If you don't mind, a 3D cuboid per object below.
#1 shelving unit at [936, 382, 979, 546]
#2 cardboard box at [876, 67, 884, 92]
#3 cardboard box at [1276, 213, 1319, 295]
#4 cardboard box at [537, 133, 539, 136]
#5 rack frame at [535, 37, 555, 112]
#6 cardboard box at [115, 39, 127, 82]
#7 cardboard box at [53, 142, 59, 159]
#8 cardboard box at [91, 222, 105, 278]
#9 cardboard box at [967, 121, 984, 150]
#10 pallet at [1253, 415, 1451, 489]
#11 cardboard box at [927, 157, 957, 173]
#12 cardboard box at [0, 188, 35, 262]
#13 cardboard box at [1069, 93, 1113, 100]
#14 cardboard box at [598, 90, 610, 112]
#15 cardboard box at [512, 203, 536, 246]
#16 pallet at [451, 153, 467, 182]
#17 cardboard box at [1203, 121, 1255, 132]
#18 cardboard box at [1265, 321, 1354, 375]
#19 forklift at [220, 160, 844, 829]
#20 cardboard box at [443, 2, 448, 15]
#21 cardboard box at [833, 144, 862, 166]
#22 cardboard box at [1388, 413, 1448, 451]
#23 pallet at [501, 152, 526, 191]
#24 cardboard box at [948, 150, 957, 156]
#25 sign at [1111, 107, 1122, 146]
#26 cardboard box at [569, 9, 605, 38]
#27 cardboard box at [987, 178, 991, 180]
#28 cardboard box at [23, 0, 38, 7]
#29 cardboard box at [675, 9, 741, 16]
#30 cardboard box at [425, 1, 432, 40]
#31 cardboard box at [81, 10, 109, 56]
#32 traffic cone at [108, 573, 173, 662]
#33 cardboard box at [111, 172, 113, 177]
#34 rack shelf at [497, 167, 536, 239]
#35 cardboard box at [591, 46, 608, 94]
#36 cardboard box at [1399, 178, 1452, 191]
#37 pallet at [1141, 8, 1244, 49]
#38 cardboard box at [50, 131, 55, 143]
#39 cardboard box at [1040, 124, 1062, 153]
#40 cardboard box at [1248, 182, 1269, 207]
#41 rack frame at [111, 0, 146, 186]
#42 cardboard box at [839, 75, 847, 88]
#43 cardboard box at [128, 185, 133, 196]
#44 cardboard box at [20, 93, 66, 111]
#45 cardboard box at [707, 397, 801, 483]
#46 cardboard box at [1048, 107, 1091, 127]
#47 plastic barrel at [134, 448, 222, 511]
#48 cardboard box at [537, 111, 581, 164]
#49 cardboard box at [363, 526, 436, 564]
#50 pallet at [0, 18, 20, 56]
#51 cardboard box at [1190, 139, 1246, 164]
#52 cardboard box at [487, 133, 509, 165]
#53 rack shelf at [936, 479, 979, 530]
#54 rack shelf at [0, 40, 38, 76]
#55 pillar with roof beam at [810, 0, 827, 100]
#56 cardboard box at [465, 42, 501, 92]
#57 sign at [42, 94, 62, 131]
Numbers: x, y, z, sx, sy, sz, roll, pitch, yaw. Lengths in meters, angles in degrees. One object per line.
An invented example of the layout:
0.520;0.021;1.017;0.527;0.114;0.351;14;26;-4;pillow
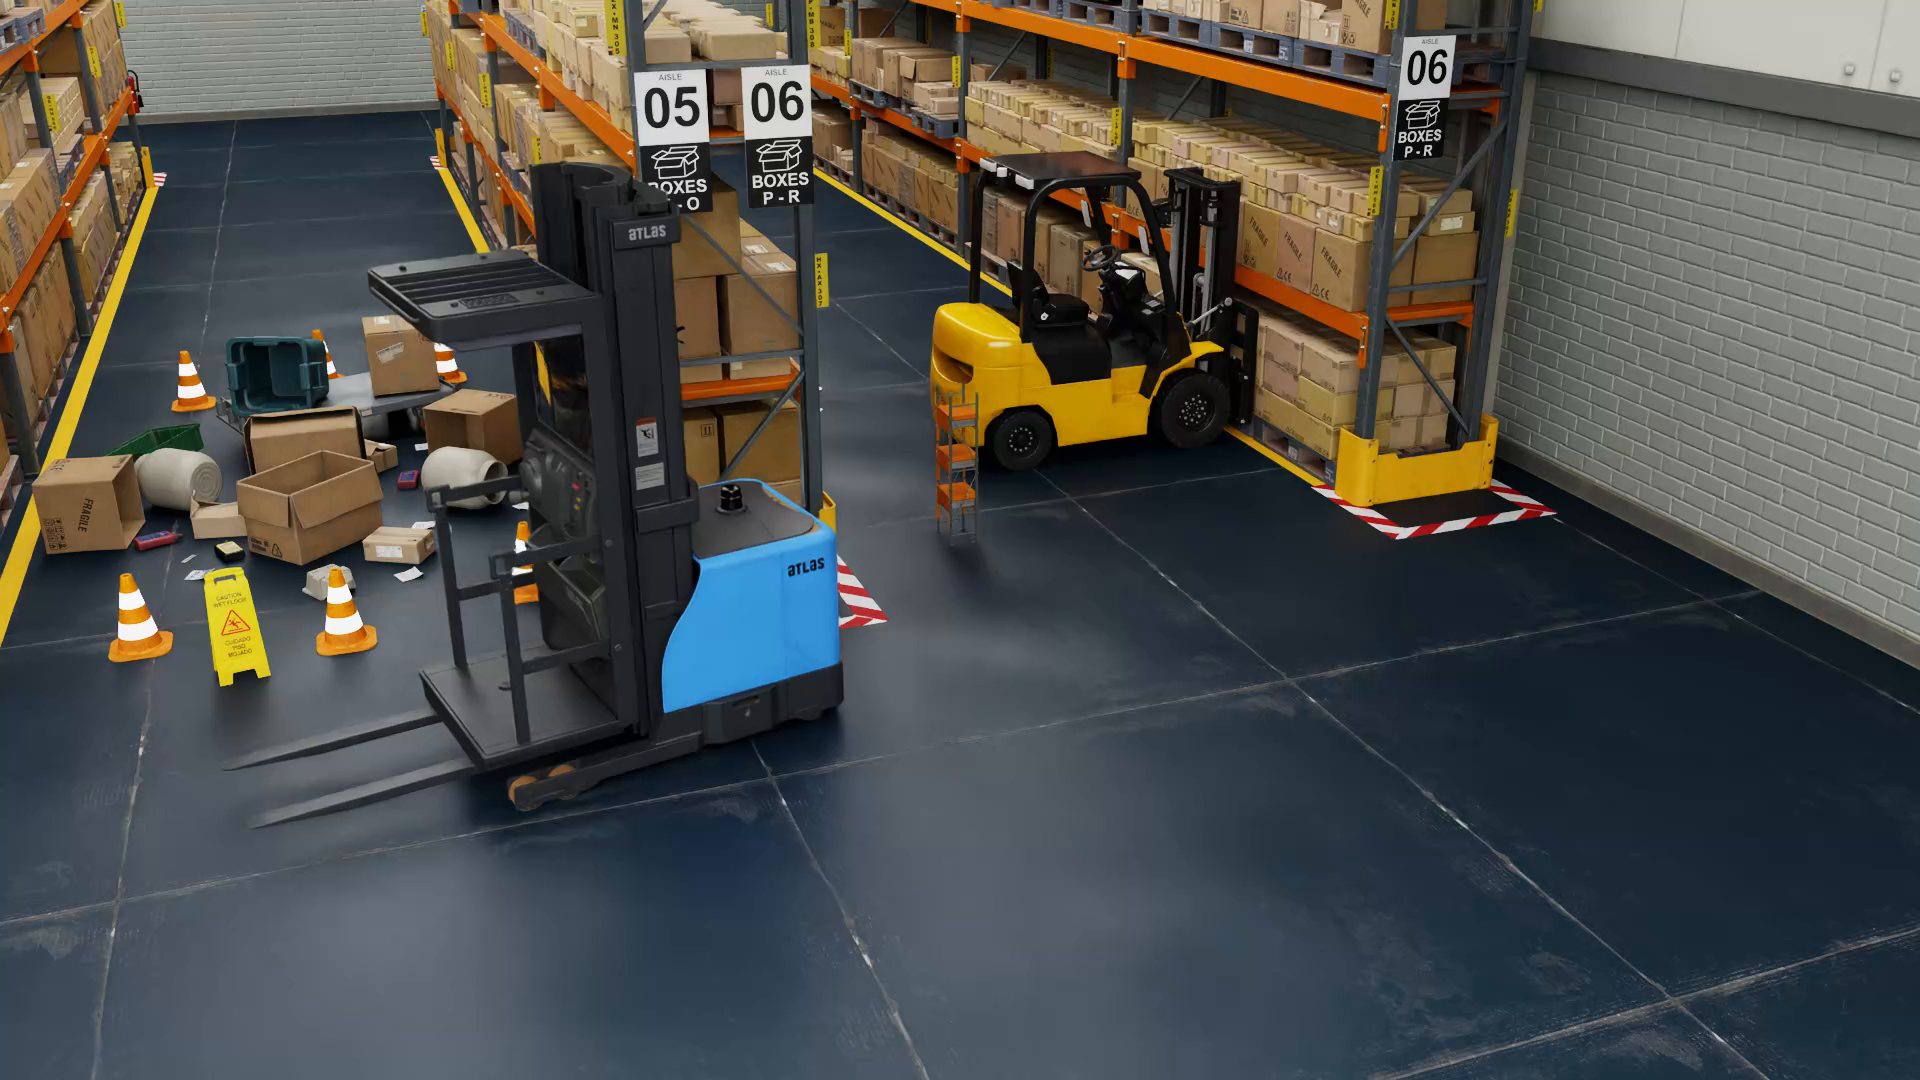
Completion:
-0.019;-0.503;11.092;0.215;1.050;0.252;-8;24;-19;shelving unit
-0.812;-5.697;20.536;0.396;0.266;0.258;-7;24;-16;cardboard box
2.701;-2.141;12.339;0.500;0.500;0.500;-8;24;-17;cardboard box
-3.138;-3.046;13.563;0.500;0.500;0.500;-9;24;-20;cardboard box
-2.760;-2.533;13.399;1.000;3.000;0.127;-8;24;-19;rack frame
-11.195;-6.233;21.664;0.500;0.500;0.500;-8;24;-18;cardboard box
-8.928;-3.734;16.031;0.380;0.149;0.250;-7;24;-16;cardboard box
-9.146;-2.973;17.118;0.500;0.500;0.500;-9;24;-20;cardboard box
0.397;-4.405;18.033;0.500;0.250;0.500;-8;24;-19;cardboard box
2.986;-0.750;12.756;1.003;0.211;1.213;-8;24;-19;pallet
-0.170;-4.453;19.796;0.380;0.149;0.250;-8;24;-17;cardboard box
-7.642;-2.457;13.088;0.500;0.500;0.500;-8;24;-19;cardboard box
1.343;-4.477;17.046;0.380;0.149;0.250;-9;24;-20;cardboard box
-2.075;-2.810;10.516;0.380;0.149;0.250;-9;24;-19;cardboard box
-4.339;-3.464;17.800;0.875;0.875;0.875;-9;24;-19;cardboard box
-6.644;-5.329;23.621;1.003;0.211;1.213;-8;24;-19;pallet
2.328;-3.526;14.408;0.380;0.149;0.250;-9;24;-20;cardboard box
2.655;-1.459;12.561;0.500;0.250;0.500;-8;24;-18;cardboard box
-2.146;-0.262;8.098;3.031;2.935;1.130;-14;27;-30;forklift
-6.385;-6.787;21.240;0.380;0.149;0.250;-9;24;-20;cardboard box
-1.542;-5.348;23.056;0.396;0.266;0.258;-7;24;-17;cardboard box
3.305;-0.894;12.509;0.500;0.250;0.500;-8;24;-19;cardboard box
-3.822;-3.654;16.304;1.213;0.211;1.003;-8;24;-19;pallet
0.070;-4.704;20.392;0.380;0.149;0.250;-8;24;-19;cardboard box
1.378;-3.635;14.623;0.100;0.325;0.005;-8;24;-19;sign
-2.316;-3.349;10.768;0.380;0.149;0.250;-8;24;-18;cardboard box
0.428;-4.083;19.754;0.500;0.500;0.500;-8;24;-19;cardboard box
-8.721;-4.943;15.125;0.500;0.500;0.500;-8;24;-19;cardboard box
-1.628;-3.344;10.757;0.380;0.149;0.250;-8;24;-18;cardboard box
-7.096;-7.187;23.023;0.500;0.500;0.500;-9;24;-20;cardboard box
-10.639;-6.126;20.123;0.500;0.500;0.500;-9;25;-21;cardboard box
-4.801;0.417;9.664;0.336;0.463;0.334;-8;24;-19;traffic cone
-10.400;-4.317;19.994;0.380;0.149;0.250;-9;24;-20;cardboard box
-3.467;-2.929;15.262;1.077;0.370;4.000;-8;24;-19;rack shelf
-1.944;-2.864;10.131;0.500;0.250;0.500;-9;24;-20;cardboard box
3.341;-2.501;11.975;0.380;0.149;0.250;-7;24;-17;cardboard box
2.208;-4.251;13.725;1.003;0.211;1.213;-8;24;-19;pallet
-8.946;-3.884;16.002;0.380;0.149;0.250;-9;25;-21;cardboard box
1.106;-3.893;16.173;0.500;0.250;0.500;-8;24;-18;cardboard box
2.435;-2.658;12.729;0.380;0.149;0.250;-8;24;-19;cardboard box
-11.594;-6.178;22.045;1.000;3.000;0.127;-8;24;-19;rack frame
-1.405;-6.180;22.373;0.380;0.149;0.250;-8;24;-18;cardboard box
-10.689;-4.433;21.036;0.380;0.149;0.250;-8;24;-18;cardboard box
-9.397;-4.483;17.042;0.380;0.149;0.250;-9;25;-21;cardboard box
-1.382;-0.692;11.063;0.500;0.500;0.500;-9;25;-21;cardboard box
1.075;-4.115;16.186;0.380;0.149;0.250;-8;24;-19;cardboard box
-5.519;-0.429;11.722;0.512;0.421;0.421;8;24;18;plastic barrel
-2.807;-2.988;12.677;0.700;0.500;0.500;-9;24;-20;cardboard box
-3.699;0.035;10.976;0.380;0.149;0.250;4;23;9;cardboard box
-8.093;-3.933;13.102;1.003;0.211;1.213;-7;24;-17;pallet
2.105;-3.169;13.560;0.380;0.149;0.250;-9;24;-20;cardboard box
-4.595;-4.066;17.227;0.500;0.250;0.500;-9;25;-21;cardboard box
-0.019;-0.237;11.204;0.215;0.259;0.240;-8;24;-19;rack shelf
-8.062;-3.595;12.981;1.077;0.370;4.000;-8;24;-19;rack shelf
-6.494;-10.853;25.414;9.100;9.000;0.400;-8;24;-19;pillar with roof beam
-5.131;-5.197;18.302;0.500;0.500;0.500;-9;24;-20;cardboard box
-8.250;-3.882;15.107;0.100;0.325;0.005;-8;24;-19;sign
